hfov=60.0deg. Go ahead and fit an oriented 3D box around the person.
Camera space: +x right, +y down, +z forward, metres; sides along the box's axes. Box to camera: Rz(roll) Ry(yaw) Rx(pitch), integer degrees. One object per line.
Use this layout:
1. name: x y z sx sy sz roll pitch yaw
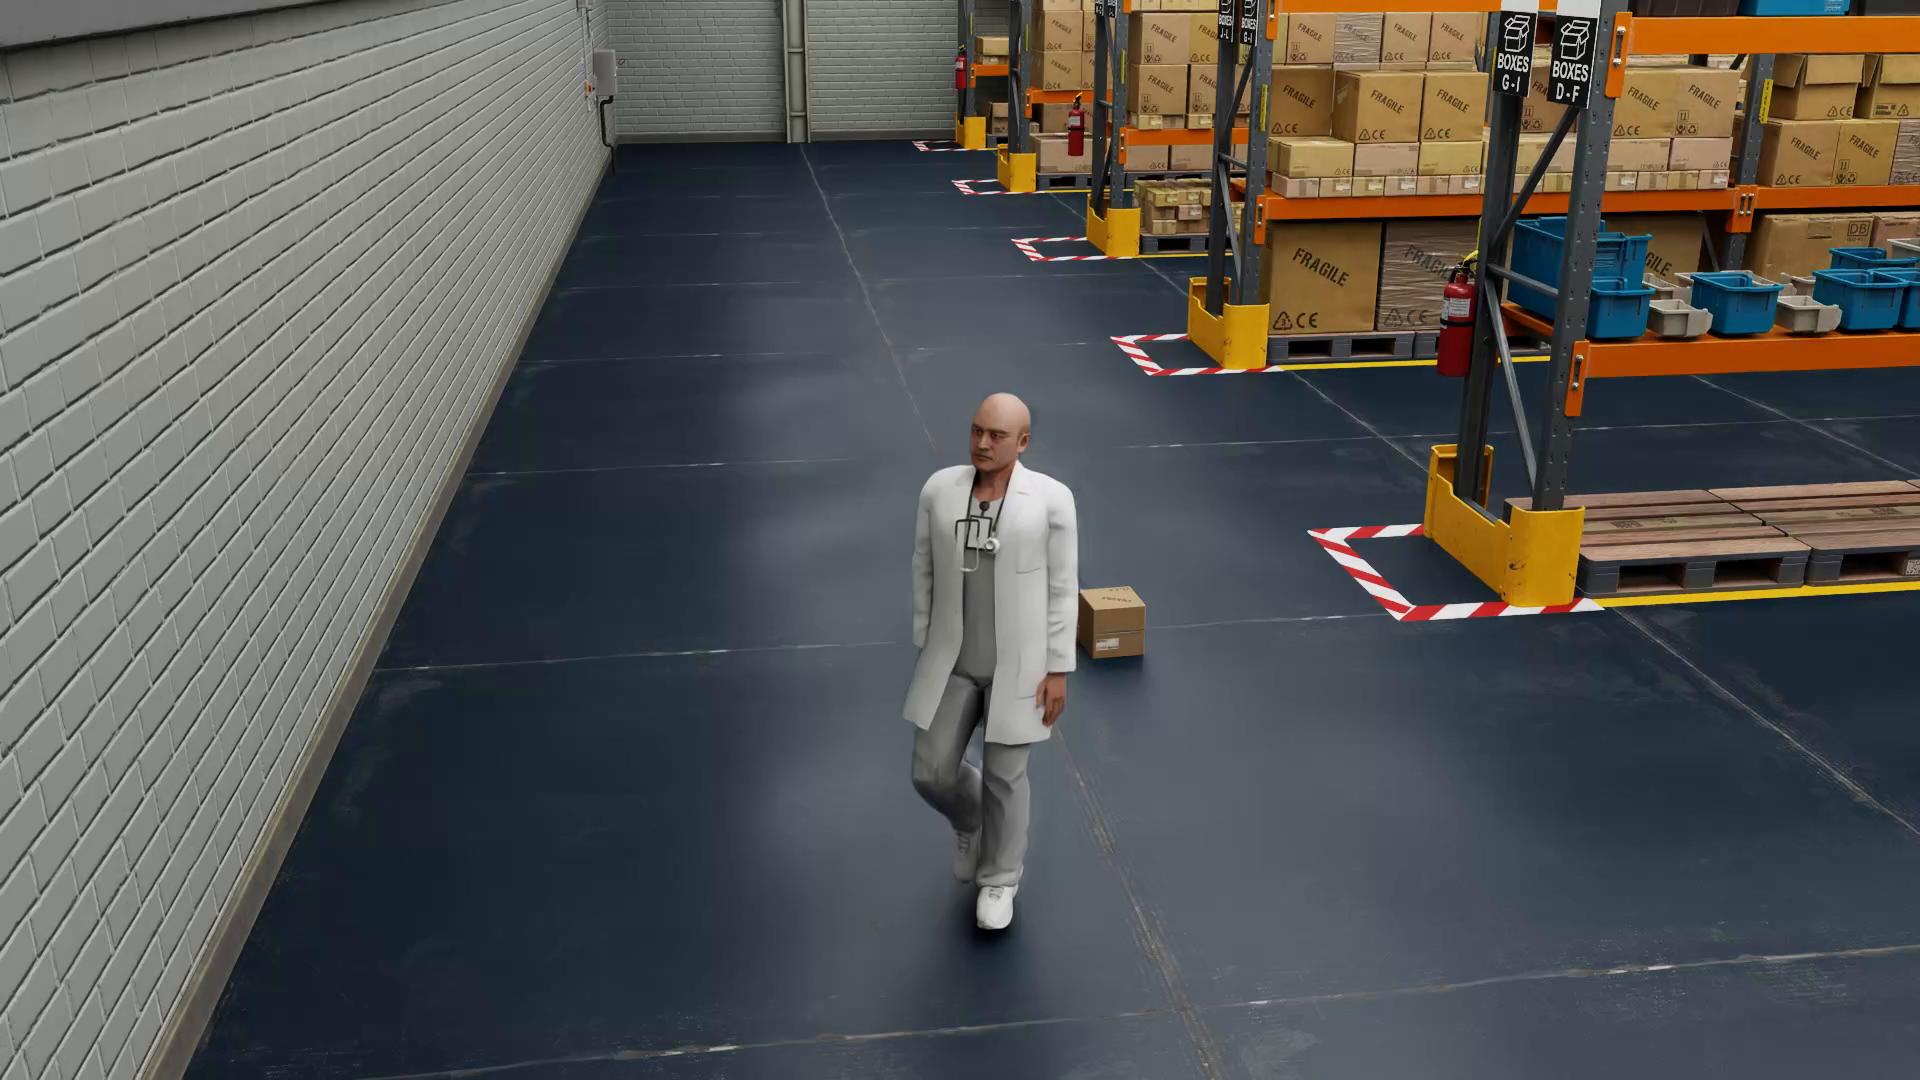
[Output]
1. person: 0.102 0.391 5.432 0.581 1.775 0.554 6 21 16
